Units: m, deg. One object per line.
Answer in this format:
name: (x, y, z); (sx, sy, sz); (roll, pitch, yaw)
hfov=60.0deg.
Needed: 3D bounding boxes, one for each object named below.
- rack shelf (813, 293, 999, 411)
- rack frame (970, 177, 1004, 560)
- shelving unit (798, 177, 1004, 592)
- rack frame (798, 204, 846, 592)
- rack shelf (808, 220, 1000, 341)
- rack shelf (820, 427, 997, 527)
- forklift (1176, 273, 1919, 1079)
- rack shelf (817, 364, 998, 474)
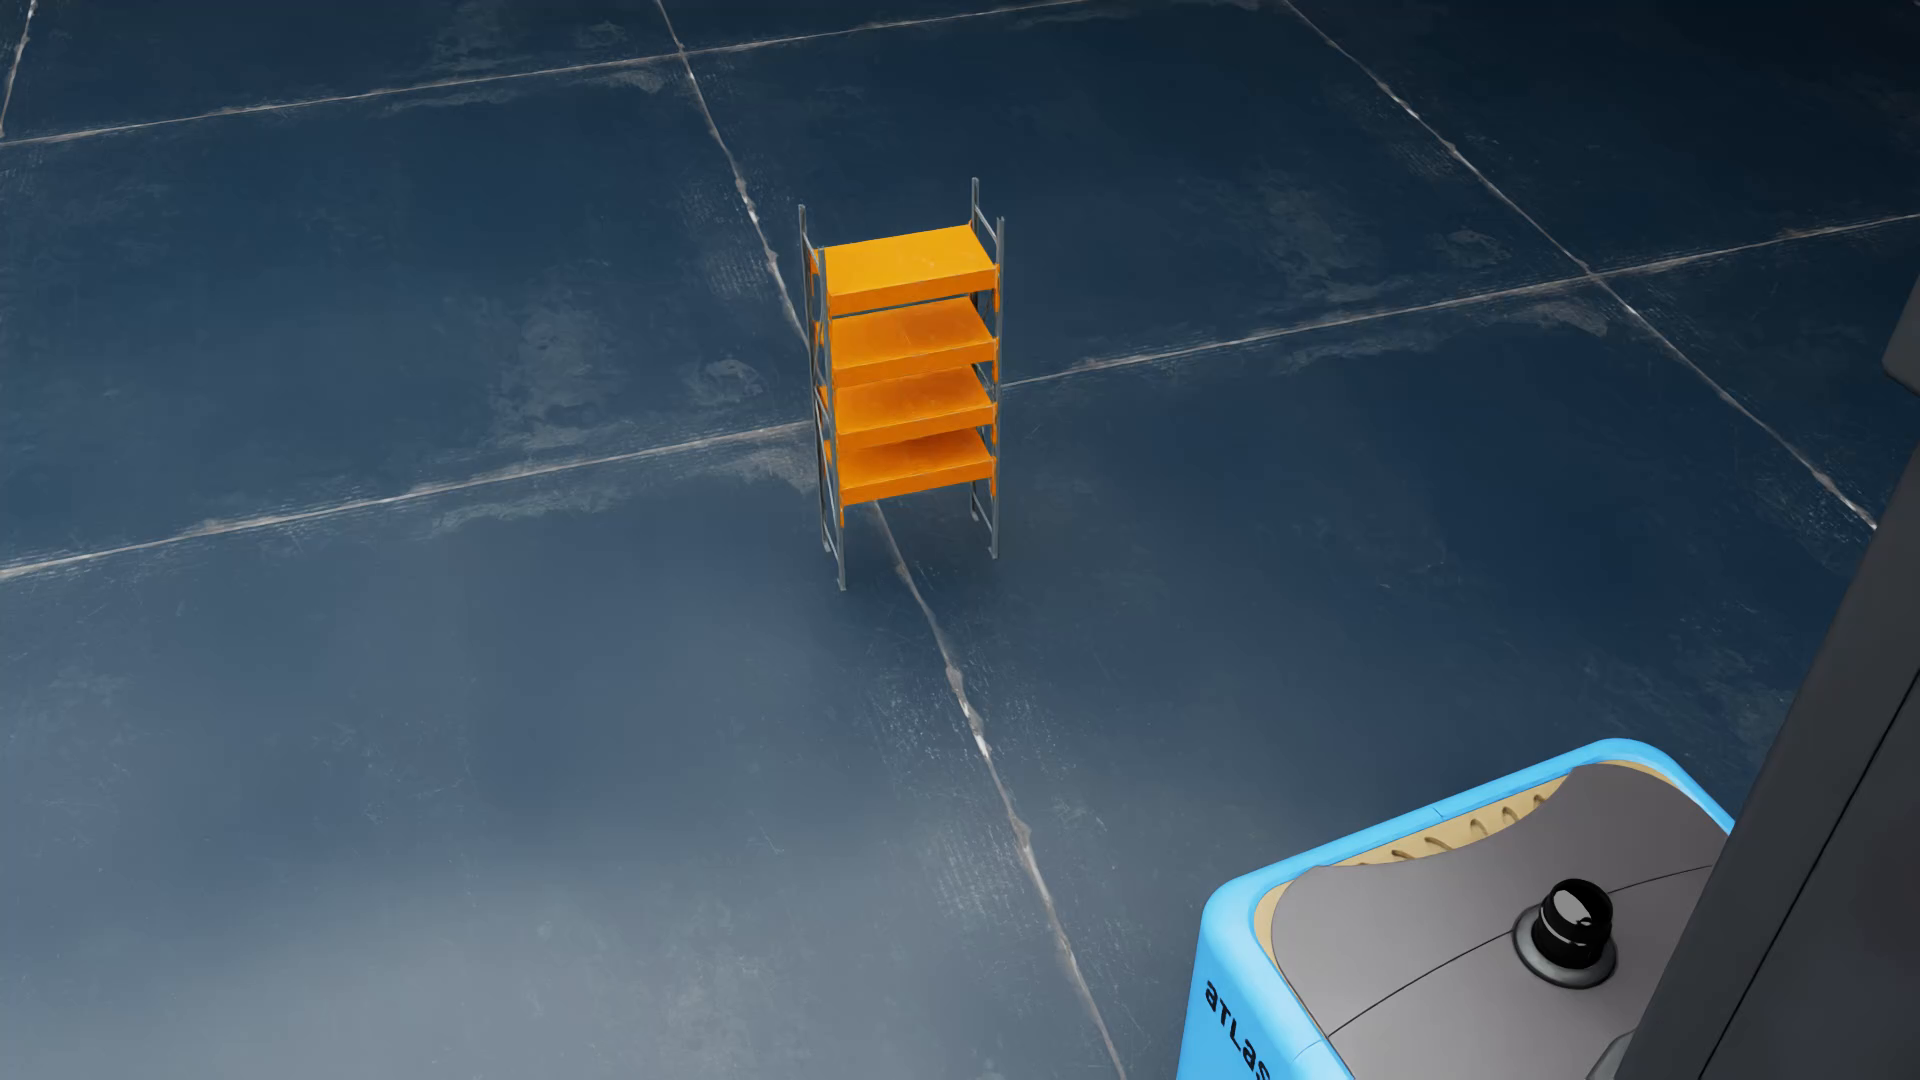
rack shelf: (-0.158, -0.537, 4.715); (0.480, 0.148, 0.258); (-12, 42, -13)
rack frame: (0.075, -0.467, 4.873); (0.015, 1.200, 0.240); (-12, 42, -13)
shelving unit: (-0.158, -0.419, 4.818); (0.503, 1.200, 0.258); (-12, 42, -13)
rack frame: (-0.391, -0.371, 4.763); (0.015, 1.200, 0.240); (-12, 42, -13)
rack shelf: (-0.158, -0.715, 4.559); (0.480, 0.148, 0.258); (-12, 42, -13)
rack shelf: (-0.158, -0.219, 4.993); (0.480, 0.148, 0.258); (-12, 42, -13)
forklift: (1.465, 1.082, 1.784); (1.130, 2.935, 3.031); (-16, 44, -18)
rack shelf: (-0.158, -0.368, 4.862); (0.480, 0.148, 0.258); (-12, 42, -13)
